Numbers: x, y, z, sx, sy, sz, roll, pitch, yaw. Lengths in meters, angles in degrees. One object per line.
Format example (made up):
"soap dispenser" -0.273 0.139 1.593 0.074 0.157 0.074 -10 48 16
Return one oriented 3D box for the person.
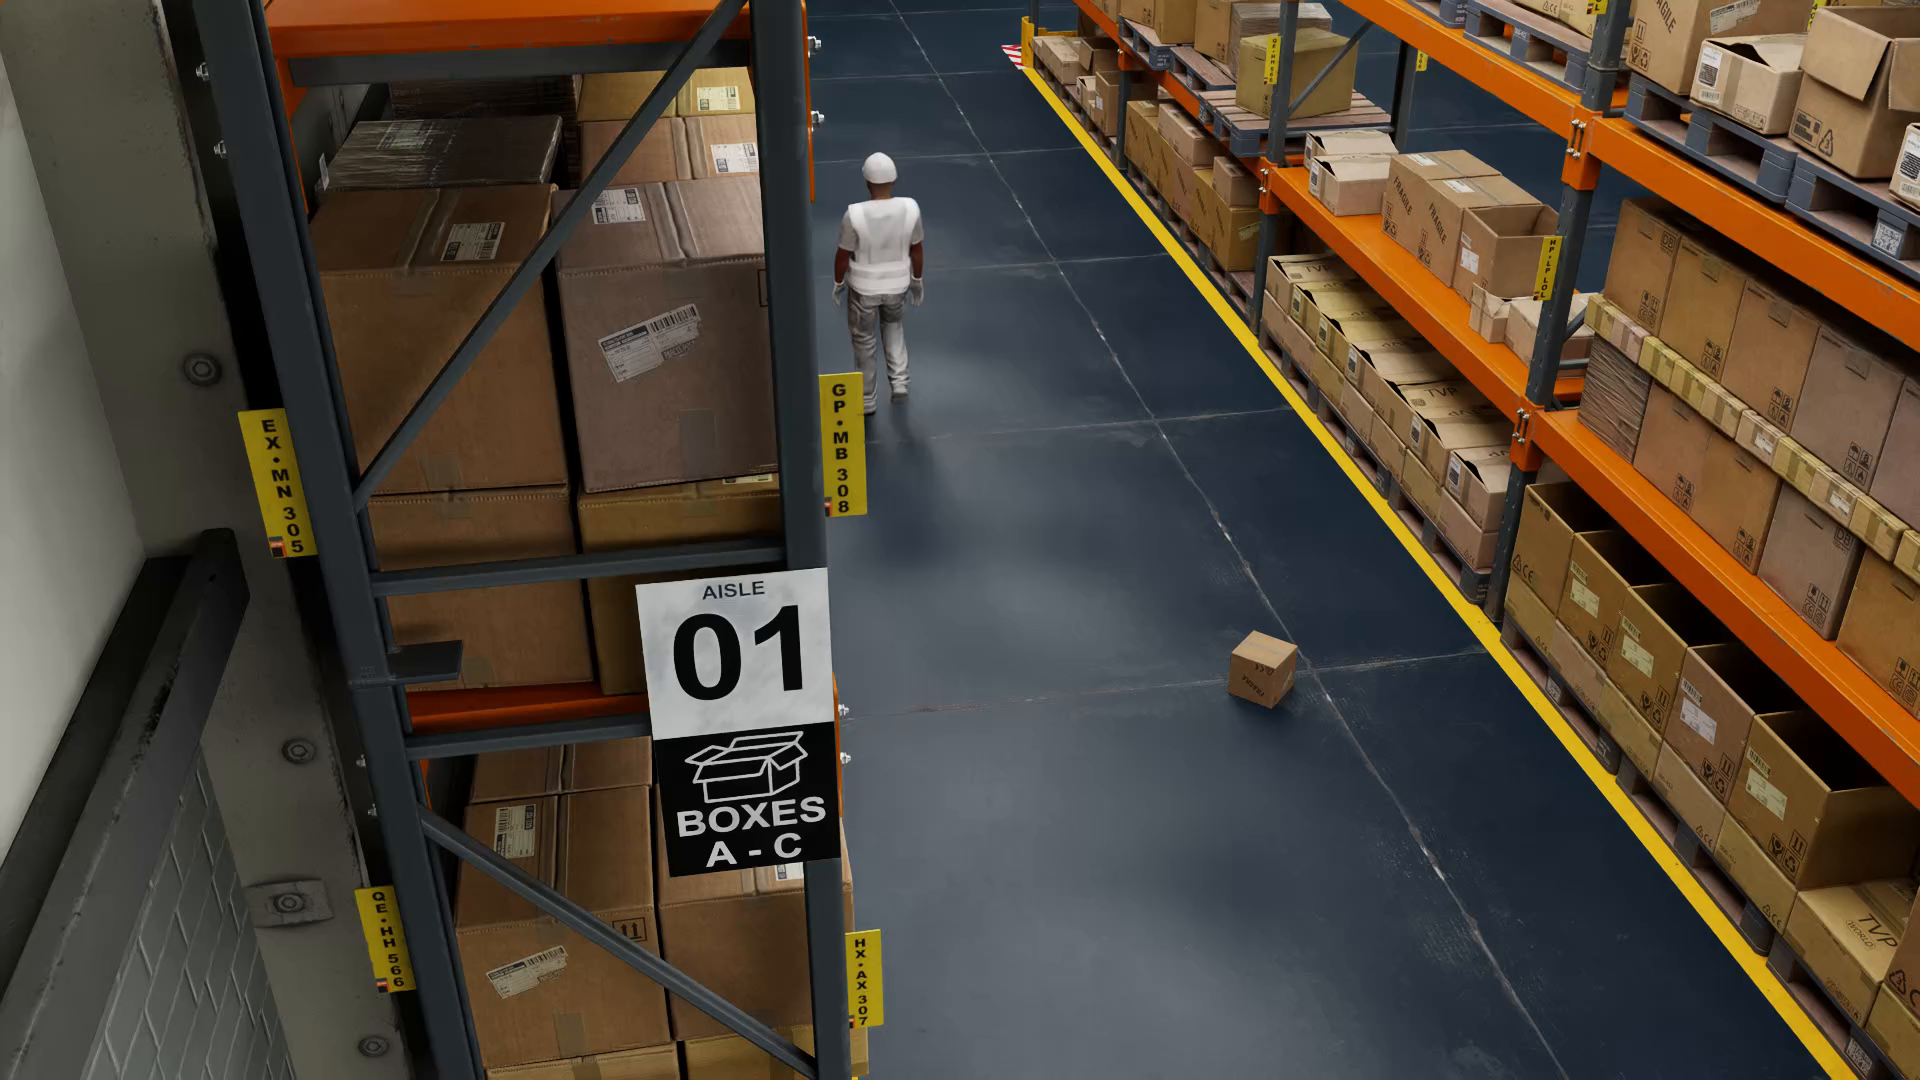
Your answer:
"person" -0.546 -1.678 10.969 0.594 1.812 0.456 -11 32 -18
